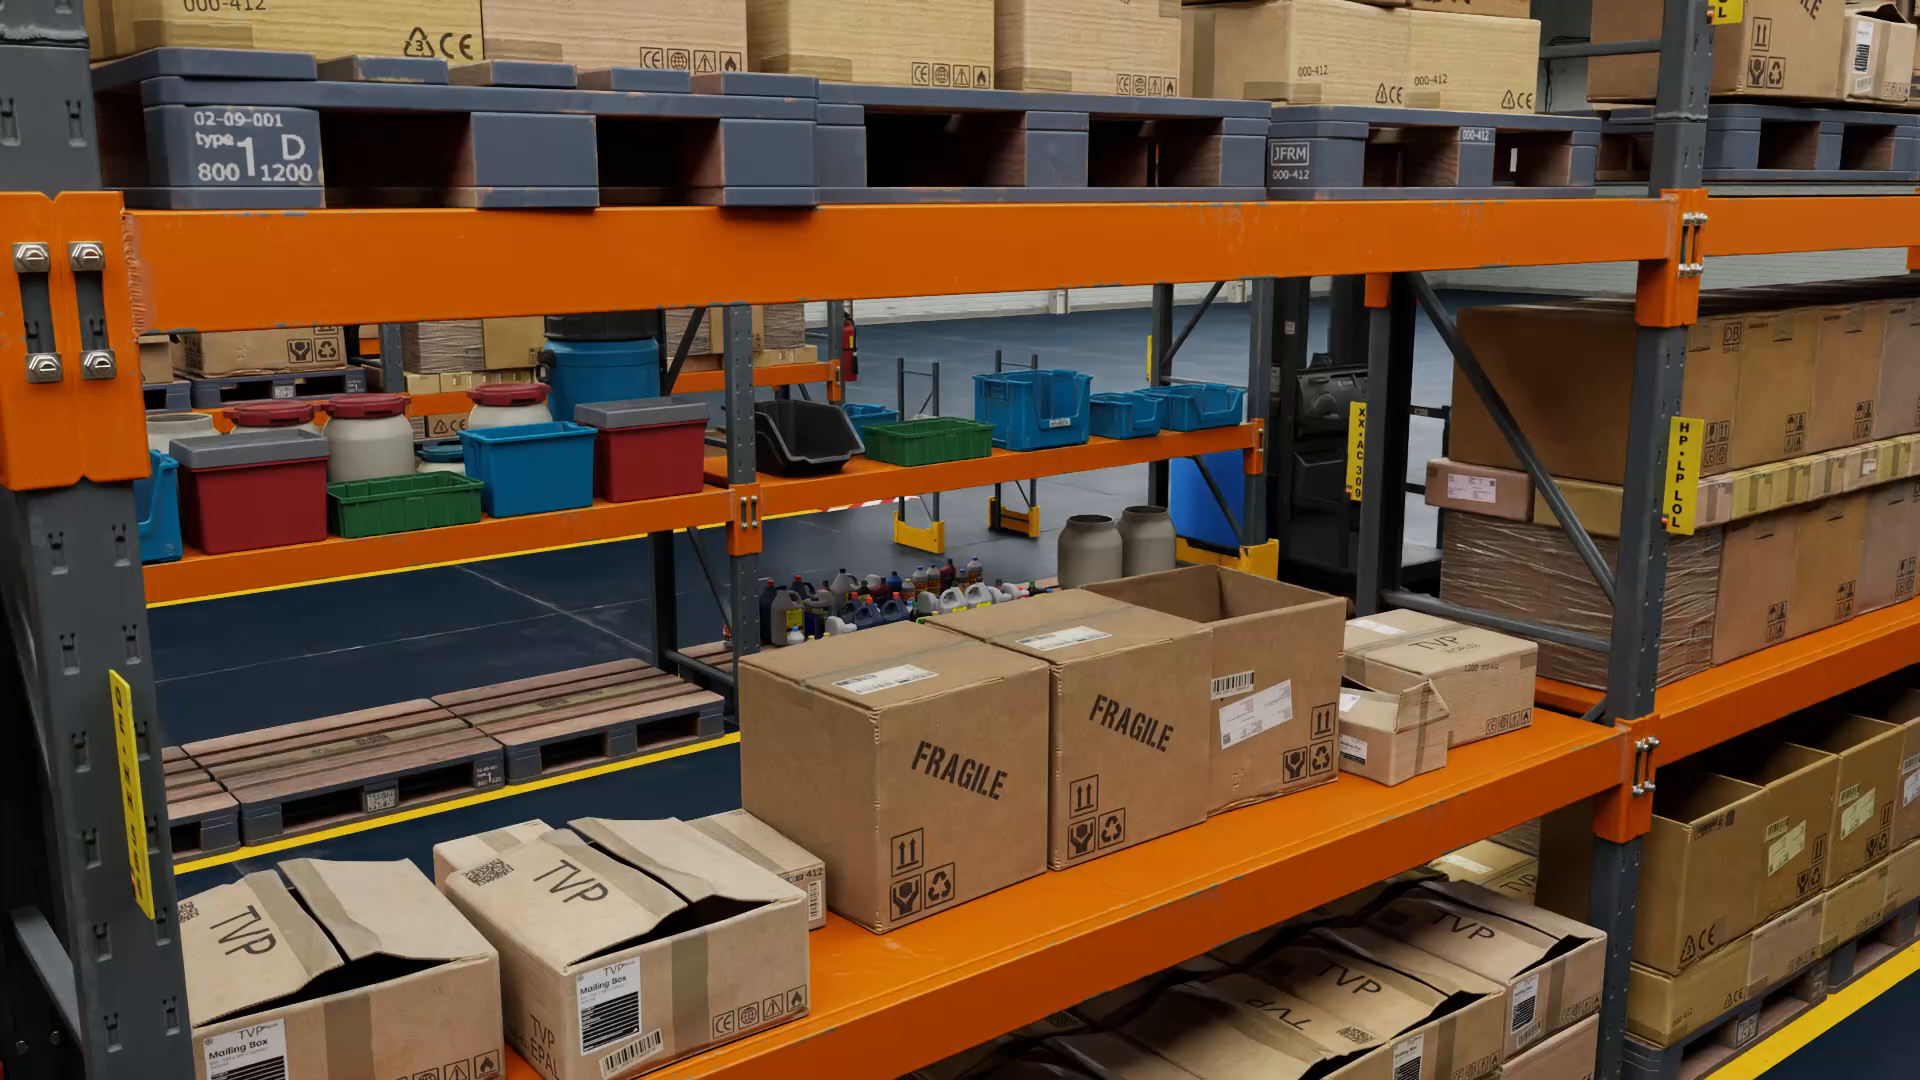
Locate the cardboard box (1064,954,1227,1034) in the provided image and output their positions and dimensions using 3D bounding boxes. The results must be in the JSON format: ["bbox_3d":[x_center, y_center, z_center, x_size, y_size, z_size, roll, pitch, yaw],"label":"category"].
[{"bbox_3d":[0.398,1.271,4.681,0.500,0.311,0.500,-10,16,-40],"label":"cardboard box"}]

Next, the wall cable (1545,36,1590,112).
[{"bbox_3d":[16.452,-11.841,43.045,0.112,2.526,3.097,-9,15,-38],"label":"wall cable"}]

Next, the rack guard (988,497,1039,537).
[{"bbox_3d":[0.448,-0.197,13.954,0.087,0.250,0.587,-9,15,-38],"label":"rack guard"}]

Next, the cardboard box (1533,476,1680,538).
[{"bbox_3d":[2.005,-0.109,5.117,0.250,0.149,0.380,-9,15,-38],"label":"cardboard box"}]

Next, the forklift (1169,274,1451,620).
[{"bbox_3d":[2.799,-1.006,11.311,1.130,2.935,3.031,-8,15,-34],"label":"forklift"}]

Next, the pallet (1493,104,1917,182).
[{"bbox_3d":[2.324,-1.278,5.418,1.213,0.211,1.003,-9,15,-38],"label":"pallet"}]

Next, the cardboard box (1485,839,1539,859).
[{"bbox_3d":[2.296,1.241,6.169,0.500,0.250,0.500,-9,15,-38],"label":"cardboard box"}]

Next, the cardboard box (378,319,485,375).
[{"bbox_3d":[-4.122,-1.589,12.934,0.500,0.500,0.875,-9,15,-38],"label":"cardboard box"}]

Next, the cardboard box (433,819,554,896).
[{"bbox_3d":[-0.920,0.741,3.521,0.250,0.149,0.380,-9,15,-38],"label":"cardboard box"}]

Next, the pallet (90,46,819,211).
[{"bbox_3d":[-0.976,-0.698,2.926,1.003,0.211,1.213,-9,15,-35],"label":"pallet"}]

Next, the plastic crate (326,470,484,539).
[{"bbox_3d":[-2.601,-0.168,7.707,0.662,0.188,0.450,-9,15,-38],"label":"plastic crate"}]

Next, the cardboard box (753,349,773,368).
[{"bbox_3d":[-1.841,-1.599,14.542,0.250,0.149,0.380,-9,15,-38],"label":"cardboard box"}]

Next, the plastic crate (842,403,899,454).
[{"bbox_3d":[-0.723,-0.658,9.864,0.616,0.251,0.499,-9,15,-38],"label":"plastic crate"}]

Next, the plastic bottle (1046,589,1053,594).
[{"bbox_3d":[0.545,0.401,10.197,0.097,0.201,0.097,0,12,0],"label":"plastic bottle"}]

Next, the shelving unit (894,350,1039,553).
[{"bbox_3d":[0.060,-0.744,13.520,1.083,1.500,0.587,-9,15,-38],"label":"shelving unit"}]

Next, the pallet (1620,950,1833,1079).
[{"bbox_3d":[2.321,1.528,5.923,1.213,0.211,1.003,-9,15,-38],"label":"pallet"}]

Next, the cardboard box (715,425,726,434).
[{"bbox_3d":[-1.887,-0.770,15.040,0.500,0.500,0.500,-6,14,-27],"label":"cardboard box"}]

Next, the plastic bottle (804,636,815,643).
[{"bbox_3d":[-0.816,0.627,9.132,0.097,0.201,0.097,0,12,0],"label":"plastic bottle"}]

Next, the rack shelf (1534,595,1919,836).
[{"bbox_3d":[3.235,0.353,6.476,4.000,0.370,1.077,-9,15,-38],"label":"rack shelf"}]

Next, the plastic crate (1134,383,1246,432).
[{"bbox_3d":[1.502,-0.876,10.890,0.616,0.251,0.499,-9,15,-38],"label":"plastic crate"}]

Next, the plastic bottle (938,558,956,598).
[{"bbox_3d":[-0.093,0.263,10.651,0.133,0.283,0.061,-9,15,-37],"label":"plastic bottle"}]

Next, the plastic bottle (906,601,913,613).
[{"bbox_3d":[-0.289,0.489,9.613,0.097,0.271,0.097,0,12,0],"label":"plastic bottle"}]

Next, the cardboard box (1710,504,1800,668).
[{"bbox_3d":[2.424,0.084,5.772,0.500,0.500,0.700,-10,15,-38],"label":"cardboard box"}]

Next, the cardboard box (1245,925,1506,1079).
[{"bbox_3d":[1.134,1.294,4.574,0.500,0.311,0.500,-9,15,-36],"label":"cardboard box"}]

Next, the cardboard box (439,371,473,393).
[{"bbox_3d":[-3.953,-1.233,12.819,0.250,0.149,0.380,-9,15,-38],"label":"cardboard box"}]

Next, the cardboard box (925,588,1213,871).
[{"bbox_3d":[0.261,0.442,4.084,0.500,0.500,0.500,-9,15,-38],"label":"cardboard box"}]

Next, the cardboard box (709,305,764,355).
[{"bbox_3d":[-2.151,-1.909,14.439,0.500,0.500,0.875,-9,15,-38],"label":"cardboard box"}]

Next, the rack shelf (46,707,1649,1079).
[{"bbox_3d":[0.112,0.872,4.032,4.000,0.370,1.077,-9,15,-38],"label":"rack shelf"}]

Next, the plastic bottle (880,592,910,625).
[{"bbox_3d":[-0.381,0.476,9.486,0.185,0.351,0.144,-10,16,-40],"label":"plastic bottle"}]

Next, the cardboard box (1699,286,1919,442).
[{"bbox_3d":[3.192,-0.677,6.230,0.500,0.500,0.700,-9,15,-38],"label":"cardboard box"}]

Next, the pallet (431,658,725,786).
[{"bbox_3d":[-2.007,0.929,8.745,1.213,0.211,1.003,-9,15,-38],"label":"pallet"}]

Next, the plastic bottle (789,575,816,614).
[{"bbox_3d":[-0.945,0.382,9.925,0.185,0.351,0.144,-10,16,-40],"label":"plastic bottle"}]

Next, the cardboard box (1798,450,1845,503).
[{"bbox_3d":[2.802,-0.242,5.743,0.250,0.149,0.380,-10,16,-40],"label":"cardboard box"}]

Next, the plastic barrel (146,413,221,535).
[{"bbox_3d":[-3.542,-0.302,7.558,0.421,0.512,0.421,0,12,0],"label":"plastic barrel"}]

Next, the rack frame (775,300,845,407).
[{"bbox_3d":[-1.388,-1.865,15.192,0.127,3.000,1.000,-9,15,-38],"label":"rack frame"}]

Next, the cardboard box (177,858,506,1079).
[{"bbox_3d":[-1.138,0.783,2.933,0.500,0.311,0.500,-8,15,-34],"label":"cardboard box"}]

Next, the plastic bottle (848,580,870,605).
[{"bbox_3d":[-0.609,0.387,10.067,0.133,0.283,0.061,-9,15,-38],"label":"plastic bottle"}]

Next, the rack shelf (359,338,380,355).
[{"bbox_3d":[-5.970,-2.072,17.895,4.000,0.370,1.077,-9,15,-38],"label":"rack shelf"}]

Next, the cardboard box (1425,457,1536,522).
[{"bbox_3d":[1.752,-0.175,5.431,0.250,0.149,0.380,-9,15,-38],"label":"cardboard box"}]

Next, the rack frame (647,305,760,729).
[{"bbox_3d":[-1.418,-0.543,8.965,0.127,3.000,1.000,-9,15,-38],"label":"rack frame"}]

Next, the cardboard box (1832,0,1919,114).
[{"bbox_3d":[3.038,-1.724,5.709,0.637,0.503,0.797,-7,14,-31],"label":"cardboard box"}]

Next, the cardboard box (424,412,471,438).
[{"bbox_3d":[-5.582,-1.636,18.216,0.875,0.875,0.875,-10,15,-39],"label":"cardboard box"}]

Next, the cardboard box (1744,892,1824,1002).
[{"bbox_3d":[2.619,1.325,5.774,0.500,0.250,0.500,-9,15,-38],"label":"cardboard box"}]

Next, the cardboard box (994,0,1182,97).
[{"bbox_3d":[0.142,-1.100,3.718,0.500,0.250,0.500,-11,16,-42],"label":"cardboard box"}]

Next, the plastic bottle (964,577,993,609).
[{"bbox_3d":[0.096,0.396,9.859,0.185,0.351,0.144,-9,15,-35],"label":"plastic bottle"}]

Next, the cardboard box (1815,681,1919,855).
[{"bbox_3d":[3.401,0.829,6.306,0.500,0.500,0.500,-9,15,-38],"label":"cardboard box"}]

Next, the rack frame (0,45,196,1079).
[{"bbox_3d":[-1.450,0.780,2.735,0.127,3.000,1.000,-9,15,-38],"label":"rack frame"}]

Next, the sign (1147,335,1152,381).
[{"bbox_3d":[1.365,-1.287,11.803,0.005,0.325,0.100,-9,15,-38],"label":"sign"}]

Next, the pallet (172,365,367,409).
[{"bbox_3d":[-5.200,-1.177,12.412,1.213,0.211,1.003,-9,15,-38],"label":"pallet"}]

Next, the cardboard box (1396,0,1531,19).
[{"bbox_3d":[1.167,-1.632,4.415,0.500,0.500,0.500,-9,15,-37],"label":"cardboard box"}]

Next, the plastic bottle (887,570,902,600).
[{"bbox_3d":[-0.409,0.326,10.382,0.097,0.271,0.097,0,12,0],"label":"plastic bottle"}]

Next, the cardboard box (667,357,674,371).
[{"bbox_3d":[-2.588,-1.460,13.890,0.250,0.149,0.380,-9,15,-38],"label":"cardboard box"}]

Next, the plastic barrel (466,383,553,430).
[{"bbox_3d":[-2.302,-0.521,8.534,0.433,0.535,0.433,0,12,0],"label":"plastic barrel"}]

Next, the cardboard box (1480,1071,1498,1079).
[{"bbox_3d":[1.135,1.567,4.638,0.500,0.250,0.500,-10,15,-39],"label":"cardboard box"}]
